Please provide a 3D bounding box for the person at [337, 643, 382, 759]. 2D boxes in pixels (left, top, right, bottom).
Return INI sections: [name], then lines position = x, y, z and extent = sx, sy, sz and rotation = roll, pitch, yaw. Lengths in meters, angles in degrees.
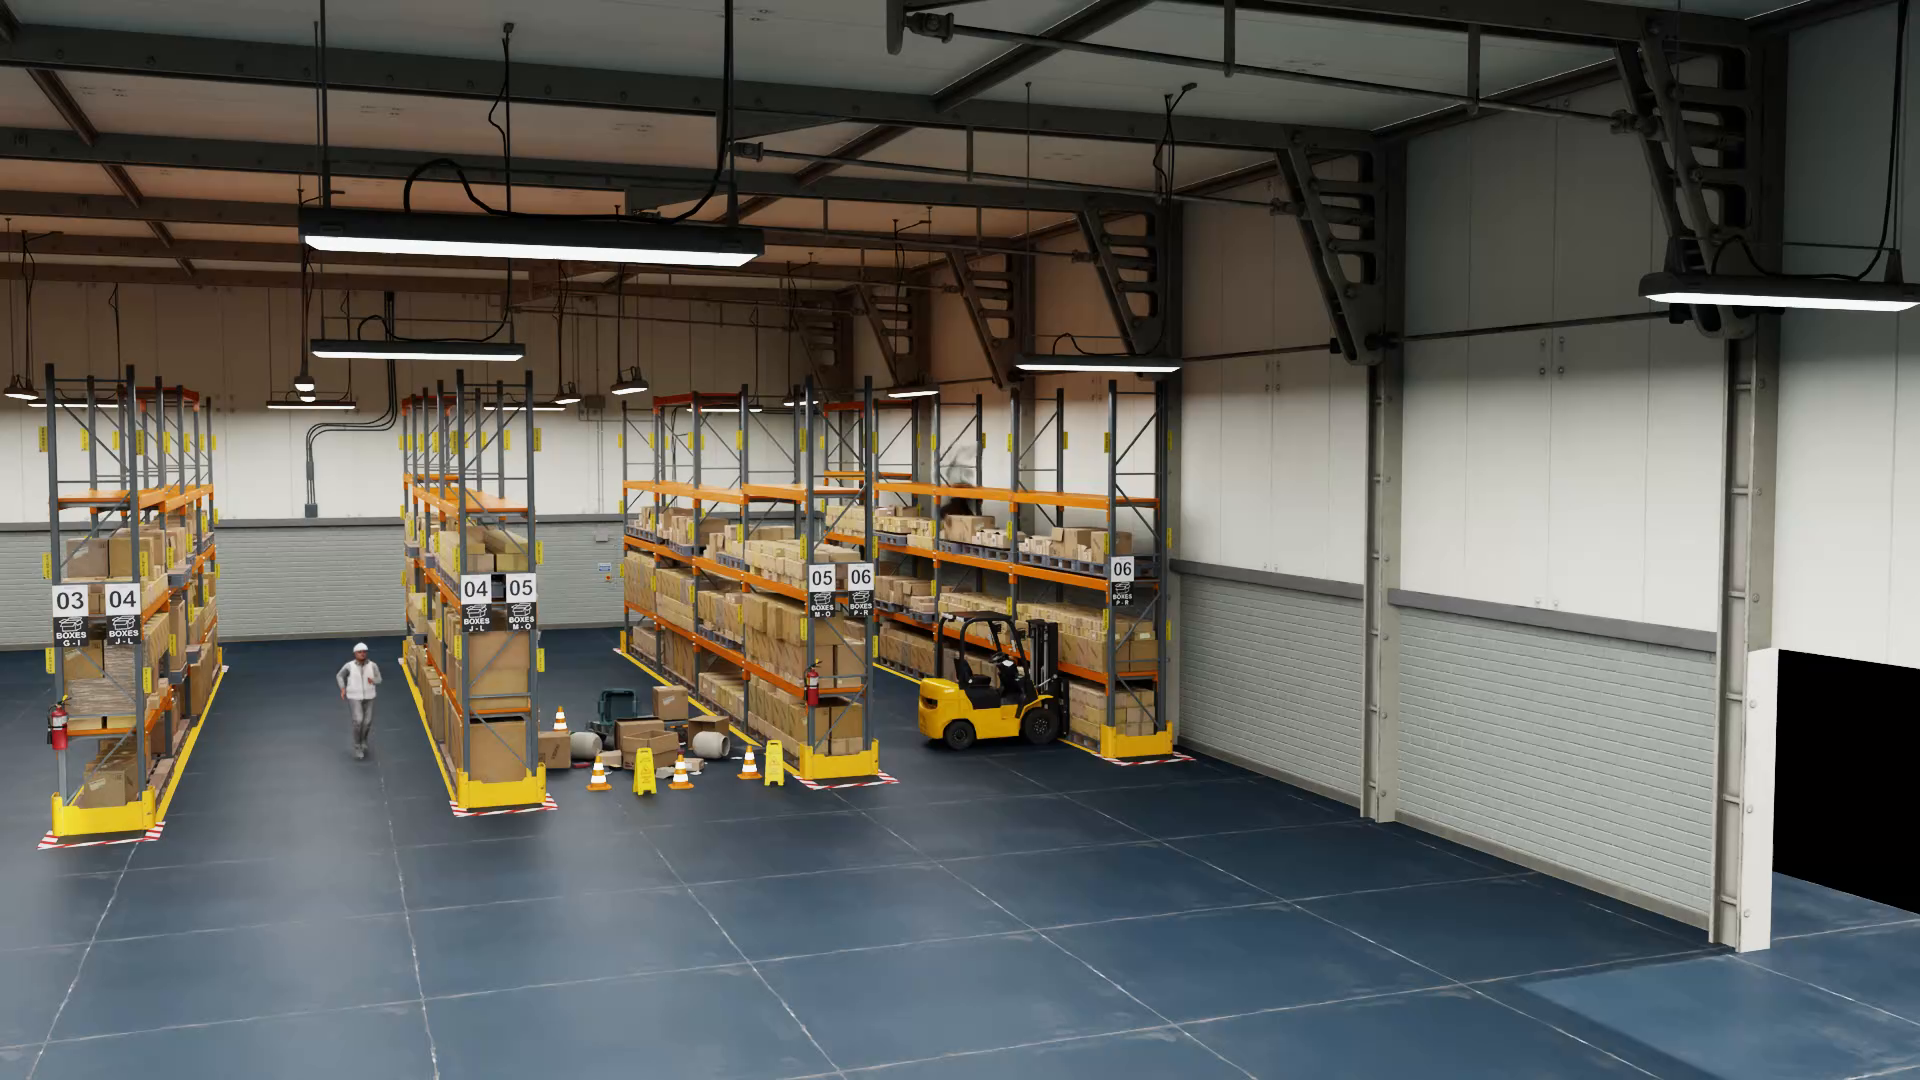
[person]
position = -9.586, 2.562, 26.619
extent = 0.625, 1.833, 0.767
rotation = -2, 4, -35
